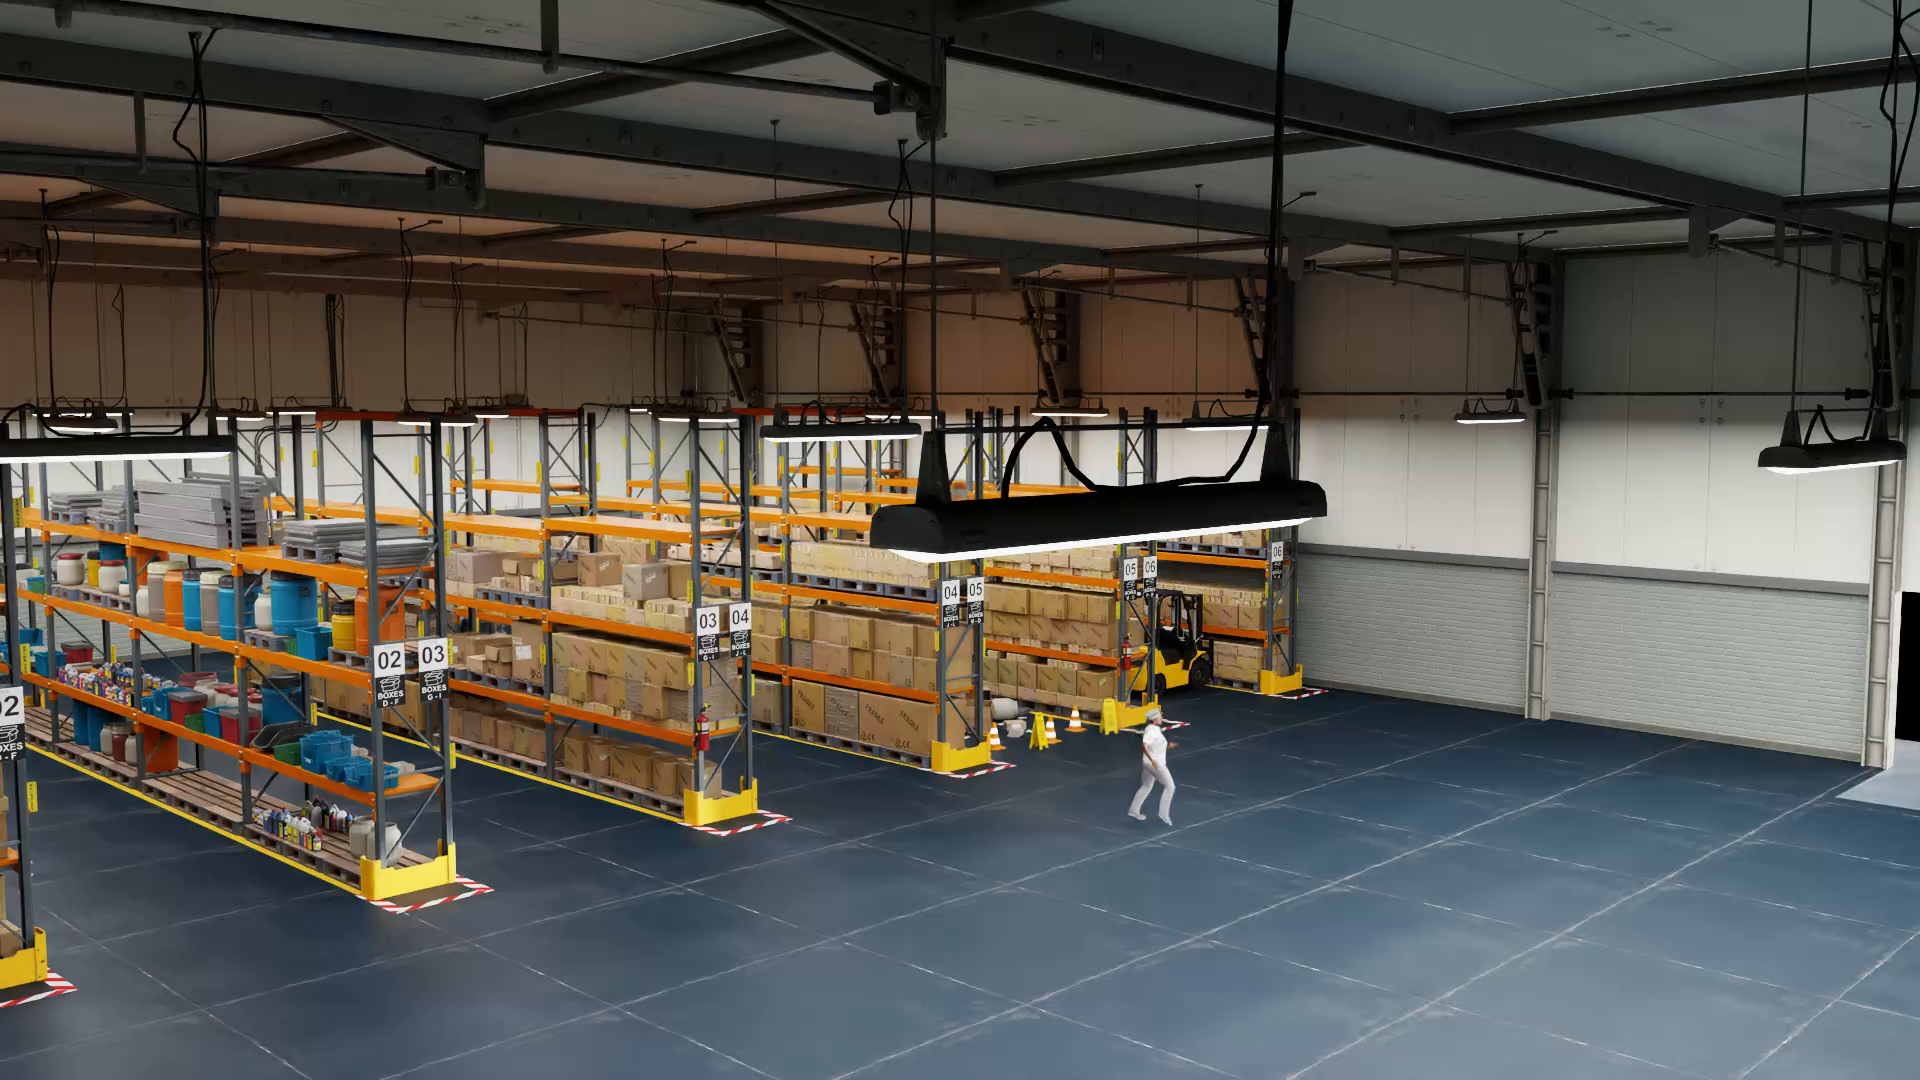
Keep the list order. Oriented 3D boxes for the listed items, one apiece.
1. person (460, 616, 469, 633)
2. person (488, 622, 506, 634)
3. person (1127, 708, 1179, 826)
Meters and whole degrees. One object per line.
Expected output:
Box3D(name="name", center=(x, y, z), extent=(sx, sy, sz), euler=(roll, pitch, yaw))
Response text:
Box3D(name="person", center=(-11.956, 1.960, 40.713), extent=(0.567, 1.621, 0.780), euler=(5, 7, 44))
Box3D(name="person", center=(-11.332, 1.929, 40.695), extent=(0.488, 1.620, 0.637), euler=(1, 5, 8))
Box3D(name="person", center=(2.843, 3.333, 24.392), extent=(0.756, 1.759, 0.544), euler=(-1, 5, -12))
